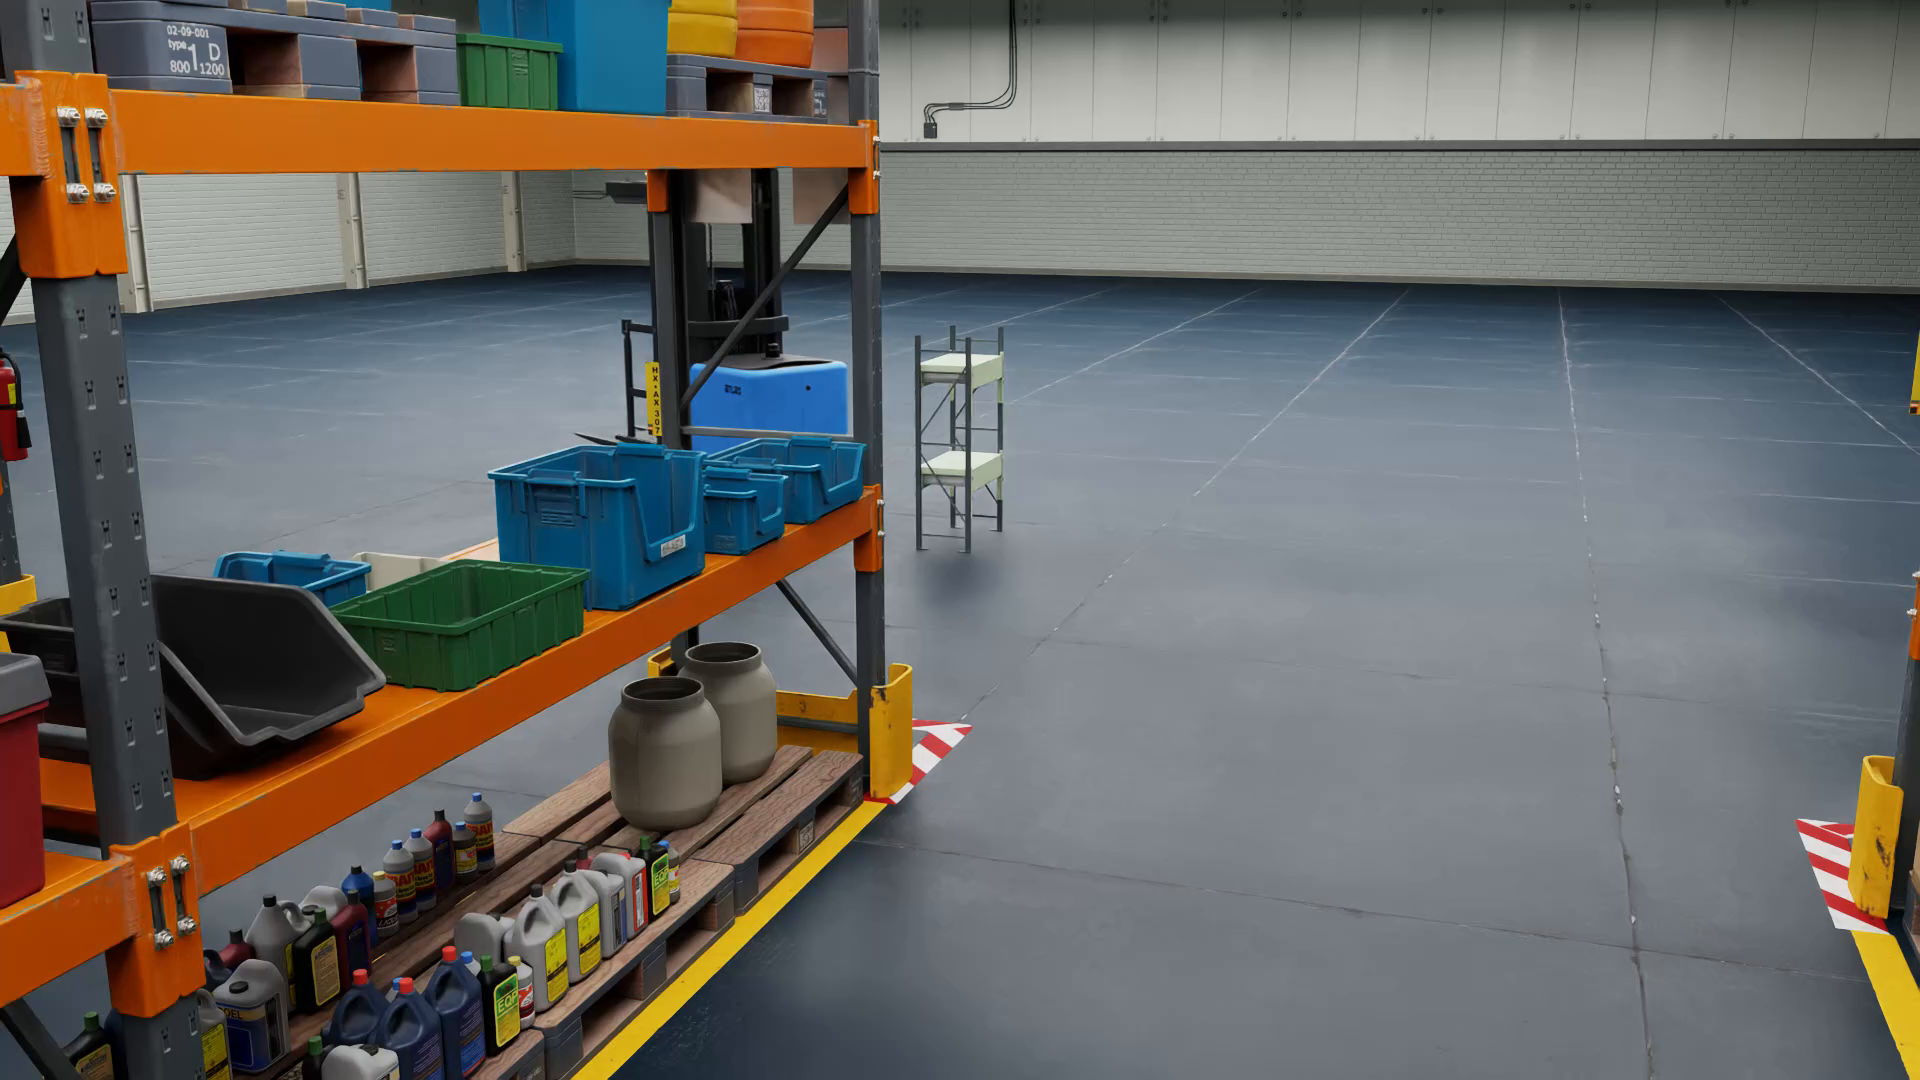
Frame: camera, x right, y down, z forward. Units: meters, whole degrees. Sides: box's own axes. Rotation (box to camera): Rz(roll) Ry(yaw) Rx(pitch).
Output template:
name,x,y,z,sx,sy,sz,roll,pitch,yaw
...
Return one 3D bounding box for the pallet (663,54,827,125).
name,x,y,z,sx,sy,sz,roll,pitch,yaw
pallet,-1.181,-1.651,6.163,1.003,0.211,1.213,4,14,18

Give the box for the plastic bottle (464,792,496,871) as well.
name,x,y,z,sx,sy,sz,roll,pitch,yaw
plastic bottle,-1.703,1.027,5.889,0.097,0.271,0.097,0,13,0

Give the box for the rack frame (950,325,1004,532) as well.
name,x,y,z,sx,sy,sz,roll,pitch,yaw
rack frame,0.121,-0.810,12.165,0.400,1.500,0.023,4,14,18

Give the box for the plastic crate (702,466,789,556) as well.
name,x,y,z,sx,sy,sz,roll,pitch,yaw
plastic crate,-0.916,-0.112,6.072,0.499,0.251,0.408,4,14,18

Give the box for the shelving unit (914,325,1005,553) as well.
name,x,y,z,sx,sy,sz,roll,pitch,yaw
shelving unit,0.002,-0.733,11.827,0.431,1.500,0.755,4,14,18

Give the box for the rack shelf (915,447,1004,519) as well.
name,x,y,z,sx,sy,sz,roll,pitch,yaw
rack shelf,0.002,-0.415,11.900,0.431,0.370,0.720,4,14,18

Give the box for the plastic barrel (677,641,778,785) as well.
name,x,y,z,sx,sy,sz,roll,pitch,yaw
plastic barrel,-0.962,0.705,6.807,0.421,0.512,0.421,0,13,0

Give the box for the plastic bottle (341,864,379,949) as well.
name,x,y,z,sx,sy,sz,roll,pitch,yaw
plastic bottle,-1.912,1.163,5.294,0.097,0.271,0.097,0,13,0

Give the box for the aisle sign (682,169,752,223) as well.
name,x,y,z,sx,sy,sz,roll,pitch,yaw
aisle sign,-1.075,-1.751,7.078,0.394,0.787,0.004,4,14,18

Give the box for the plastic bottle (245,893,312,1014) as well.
name,x,y,z,sx,sy,sz,roll,pitch,yaw
plastic bottle,-2.013,1.207,4.924,0.144,0.351,0.185,4,14,18

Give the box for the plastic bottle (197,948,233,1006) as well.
name,x,y,z,sx,sy,sz,roll,pitch,yaw
plastic bottle,-2.118,1.275,4.626,0.144,0.351,0.185,4,13,16

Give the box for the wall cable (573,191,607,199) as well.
name,x,y,z,sx,sy,sz,roll,pitch,yaw
wall cable,-8.750,-10.045,42.754,3.097,2.526,0.112,4,14,18

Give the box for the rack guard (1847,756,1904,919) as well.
name,x,y,z,sx,sy,sz,roll,pitch,yaw
rack guard,3.872,1.123,5.943,1.175,0.500,0.348,4,14,18

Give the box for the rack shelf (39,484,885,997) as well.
name,x,y,z,sx,sy,sz,roll,pitch,yaw
rack shelf,-1.468,0.324,5.444,1.077,0.370,4.000,4,14,18

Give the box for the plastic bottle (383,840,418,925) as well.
name,x,y,z,sx,sy,sz,roll,pitch,yaw
plastic bottle,-1.846,1.120,5.480,0.097,0.271,0.097,0,13,0

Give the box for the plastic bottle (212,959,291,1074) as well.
name,x,y,z,sx,sy,sz,roll,pitch,yaw
plastic bottle,-1.969,1.317,4.611,0.152,0.276,0.135,4,14,18

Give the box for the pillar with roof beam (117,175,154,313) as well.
name,x,y,z,sx,sy,sz,roll,pitch,yaw
pillar with roof beam,-10.763,-8.197,27.680,9.100,9.000,0.400,4,14,18

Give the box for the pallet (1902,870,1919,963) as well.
name,x,y,z,sx,sy,sz,roll,pitch,yaw
pallet,3.657,1.433,5.234,1.003,0.211,1.213,4,14,18

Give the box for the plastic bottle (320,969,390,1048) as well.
name,x,y,z,sx,sy,sz,roll,pitch,yaw
plastic bottle,-1.598,1.321,4.424,0.144,0.351,0.185,4,14,18

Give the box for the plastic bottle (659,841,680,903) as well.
name,x,y,z,sx,sy,sz,roll,pitch,yaw
plastic bottle,-1.001,1.120,5.638,0.097,0.201,0.097,0,13,0

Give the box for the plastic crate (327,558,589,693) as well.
name,x,y,z,sx,sy,sz,roll,pitch,yaw
plastic crate,-1.409,0.232,4.705,0.450,0.188,0.662,4,14,18

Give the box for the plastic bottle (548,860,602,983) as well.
name,x,y,z,sx,sy,sz,roll,pitch,yaw
plastic bottle,-1.203,1.163,5.116,0.144,0.351,0.185,5,14,21

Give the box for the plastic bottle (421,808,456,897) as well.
name,x,y,z,sx,sy,sz,roll,pitch,yaw
plastic bottle,-1.793,1.068,5.685,0.061,0.283,0.133,5,14,19

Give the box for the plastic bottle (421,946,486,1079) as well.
name,x,y,z,sx,sy,sz,roll,pitch,yaw
plastic bottle,-1.401,1.292,4.552,0.144,0.351,0.185,4,13,16

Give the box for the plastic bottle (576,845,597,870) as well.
name,x,y,z,sx,sy,sz,roll,pitch,yaw
plastic bottle,-1.209,1.124,5.439,0.061,0.283,0.133,4,14,18

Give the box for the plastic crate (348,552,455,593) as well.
name,x,y,z,sx,sy,sz,roll,pitch,yaw
plastic crate,-1.830,0.163,5.126,0.530,0.136,0.437,4,14,18

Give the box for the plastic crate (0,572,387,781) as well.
name,x,y,z,sx,sy,sz,roll,pitch,yaw
plastic crate,-1.826,0.324,3.968,0.767,0.338,0.504,4,14,18

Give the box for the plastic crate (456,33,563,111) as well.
name,x,y,z,sx,sy,sz,roll,pitch,yaw
plastic crate,-1.347,-1.277,4.578,0.336,0.188,0.450,4,14,18

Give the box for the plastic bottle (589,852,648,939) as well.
name,x,y,z,sx,sy,sz,roll,pitch,yaw
plastic bottle,-1.108,1.135,5.406,0.152,0.276,0.135,4,14,19

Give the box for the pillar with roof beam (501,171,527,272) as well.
name,x,y,z,sx,sy,sz,roll,pitch,yaw
pillar with roof beam,-6.881,-10.724,38.750,9.100,9.000,0.548,4,14,18

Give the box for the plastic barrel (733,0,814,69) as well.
name,x,y,z,sx,sy,sz,roll,pitch,yaw
plastic barrel,-0.858,-2.213,6.292,0.600,0.830,0.708,4,14,18

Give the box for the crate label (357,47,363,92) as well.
name,x,y,z,sx,sy,sz,roll,pitch,yaw
crate label,-1.739,-1.467,5.269,0.502,0.251,0.408,4,14,18

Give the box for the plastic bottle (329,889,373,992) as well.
name,x,y,z,sx,sy,sz,roll,pitch,yaw
plastic bottle,-1.856,1.213,5.048,0.061,0.283,0.133,4,14,18

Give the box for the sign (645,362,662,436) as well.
name,x,y,z,sx,sy,sz,roll,pitch,yaw
sign,-1.340,-0.623,7.355,0.100,0.325,0.005,4,14,18

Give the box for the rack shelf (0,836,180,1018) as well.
name,x,y,z,sx,sy,sz,roll,pitch,yaw
rack shelf,-2.763,1.166,1.754,1.077,0.370,4.000,4,14,18

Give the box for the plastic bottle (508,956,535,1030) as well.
name,x,y,z,sx,sy,sz,roll,pitch,yaw
plastic bottle,-1.287,1.307,4.823,0.097,0.201,0.097,0,13,0

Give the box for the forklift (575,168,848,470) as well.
name,x,y,z,sx,sy,sz,roll,pitch,yaw
forklift,-2.269,-1.994,14.138,1.130,2.935,3.031,-12,17,-41

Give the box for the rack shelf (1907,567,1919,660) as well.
name,x,y,z,sx,sy,sz,roll,pitch,yaw
rack shelf,3.217,0.682,3.878,1.077,0.370,4.000,4,14,18

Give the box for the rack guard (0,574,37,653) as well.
name,x,y,z,sx,sy,sz,roll,pitch,yaw
rack guard,-5.532,0.430,8.979,1.175,0.500,0.348,4,14,18

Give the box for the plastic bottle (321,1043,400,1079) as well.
name,x,y,z,sx,sy,sz,roll,pitch,yaw
plastic bottle,-1.519,1.402,4.235,0.152,0.276,0.135,5,14,20

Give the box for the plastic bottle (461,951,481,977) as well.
name,x,y,z,sx,sy,sz,roll,pitch,yaw
plastic bottle,-1.388,1.297,4.709,0.097,0.271,0.097,0,13,0

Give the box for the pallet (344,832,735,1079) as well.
name,x,y,z,sx,sy,sz,roll,pitch,yaw
pallet,-1.466,1.358,5.564,1.003,0.211,1.213,4,14,18

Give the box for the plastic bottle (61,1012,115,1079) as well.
name,x,y,z,sx,sy,sz,roll,pitch,yaw
plastic bottle,-2.272,1.379,4.320,0.061,0.283,0.133,5,14,21

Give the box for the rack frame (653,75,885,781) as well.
name,x,y,z,sx,sy,sz,roll,pitch,yaw
rack frame,-0.821,-0.448,7.209,1.000,3.000,0.127,4,14,18

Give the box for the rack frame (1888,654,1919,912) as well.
name,x,y,z,sx,sy,sz,roll,pitch,yaw
rack frame,3.864,-0.090,5.643,1.000,3.000,0.127,4,14,18
